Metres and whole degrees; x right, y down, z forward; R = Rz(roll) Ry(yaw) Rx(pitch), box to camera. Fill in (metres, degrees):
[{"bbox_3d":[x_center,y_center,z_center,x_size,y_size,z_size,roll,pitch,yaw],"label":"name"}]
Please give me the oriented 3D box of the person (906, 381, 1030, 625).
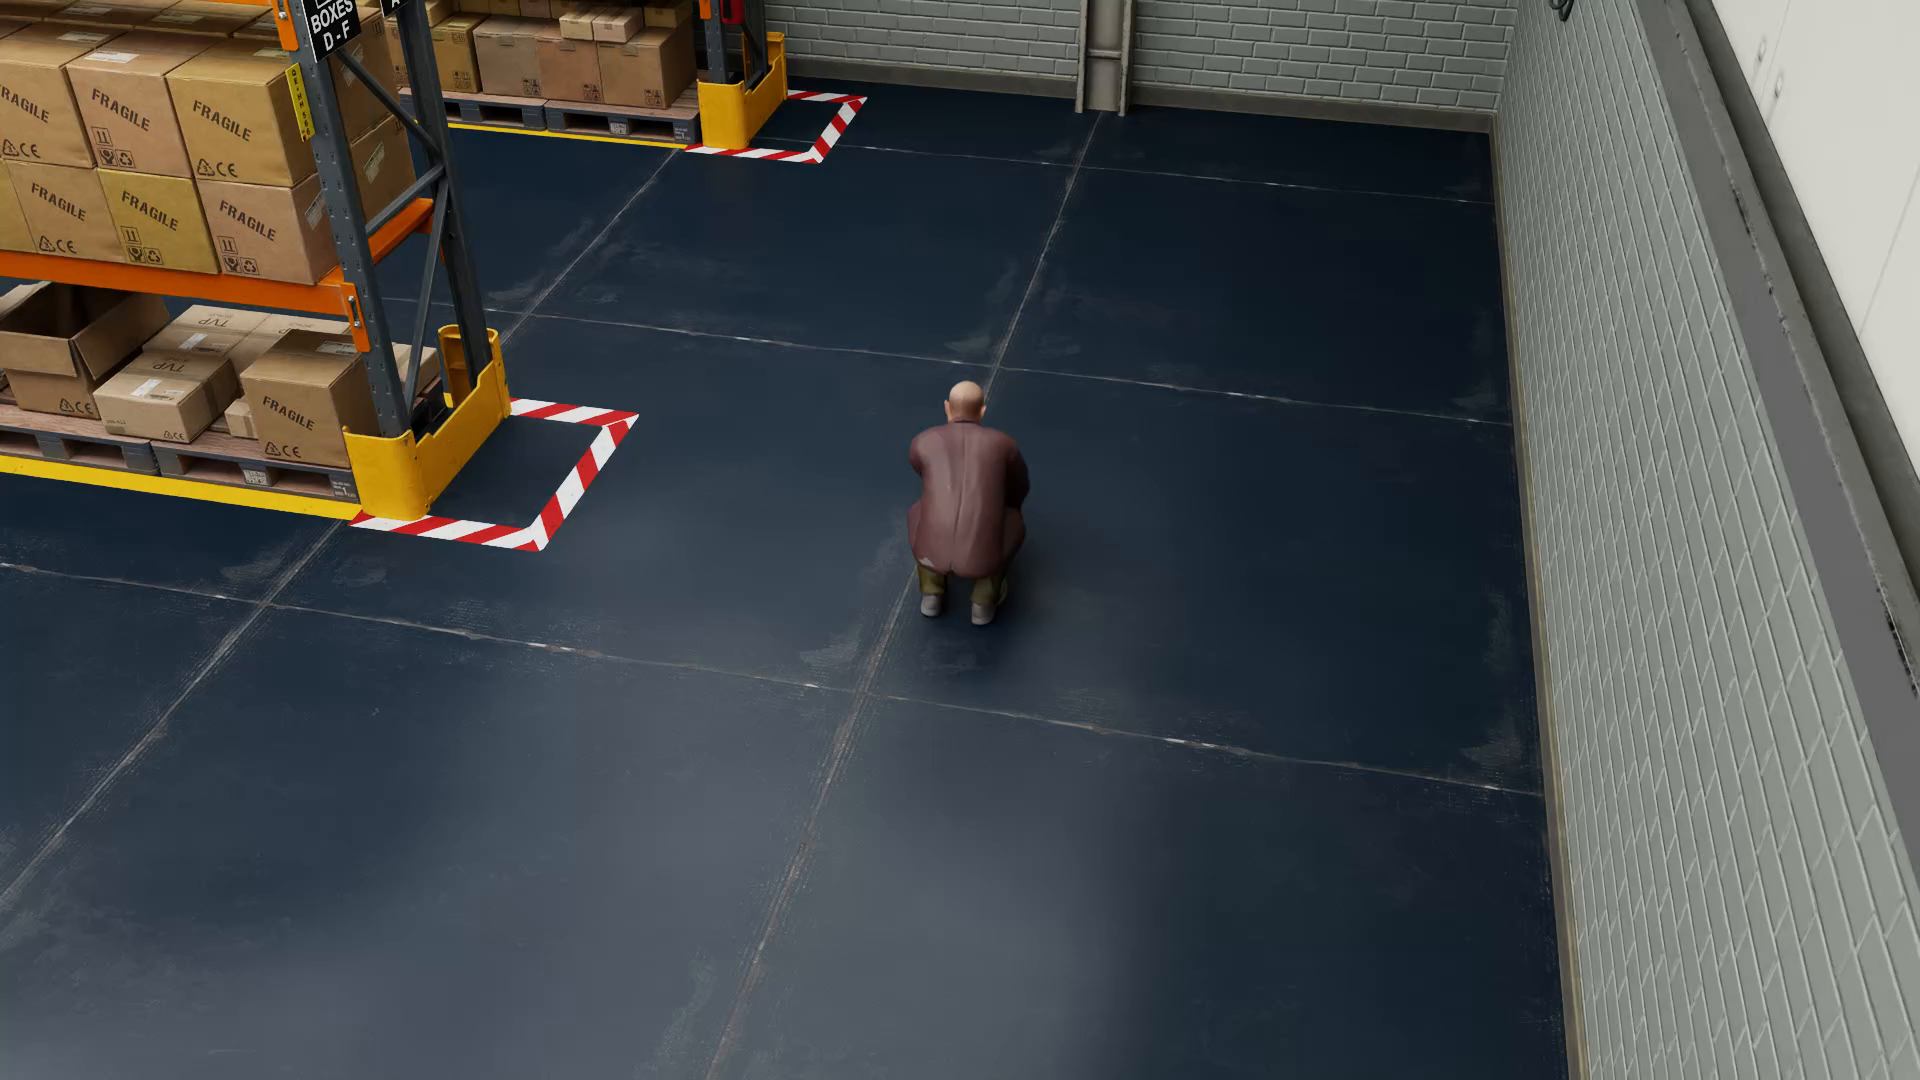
[{"bbox_3d":[0.038,-0.193,7.928,0.590,0.979,0.902,7,37,10],"label":"person"}]
